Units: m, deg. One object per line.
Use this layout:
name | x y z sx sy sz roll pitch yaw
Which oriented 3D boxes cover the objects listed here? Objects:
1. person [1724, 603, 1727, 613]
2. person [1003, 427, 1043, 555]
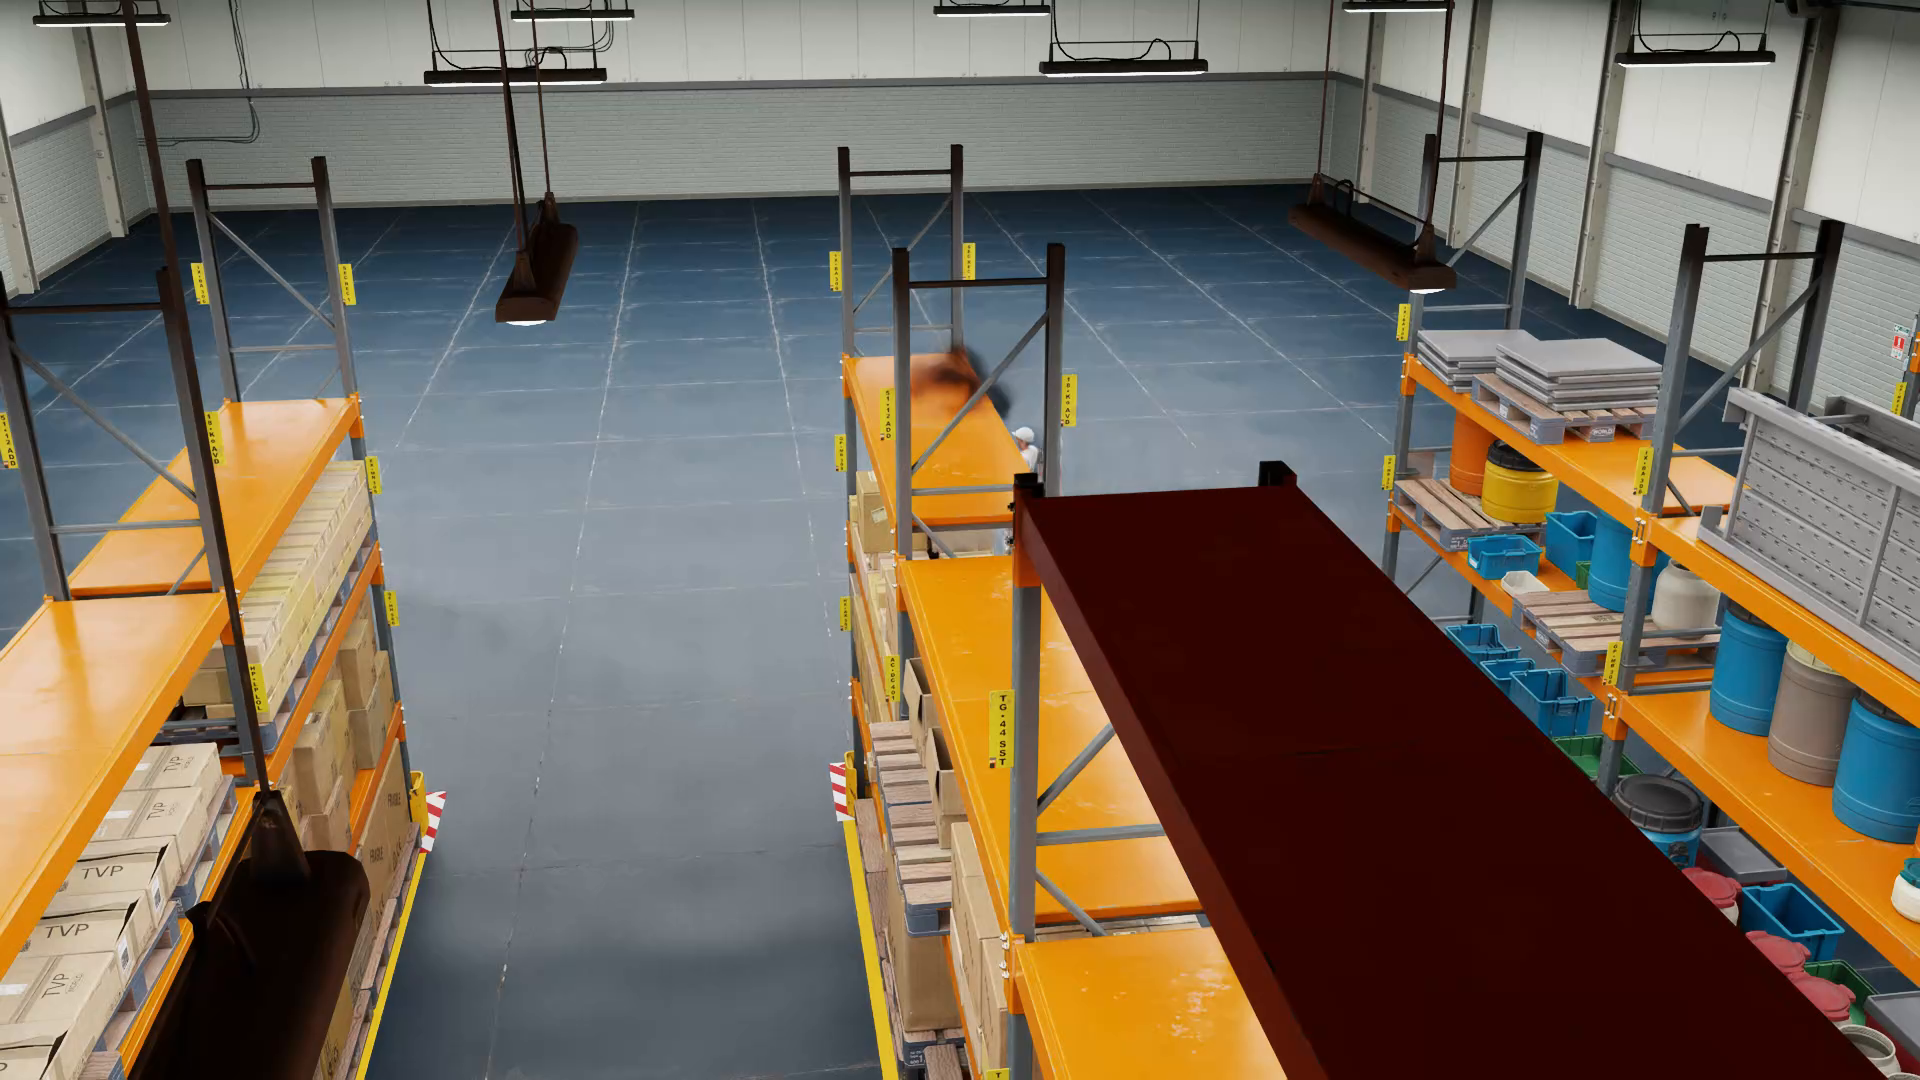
person | 8.675 0.551 18.080 0.563 1.629 0.558 5 22 12
person | 0.764 -0.520 20.531 0.774 1.846 0.643 3 22 8
